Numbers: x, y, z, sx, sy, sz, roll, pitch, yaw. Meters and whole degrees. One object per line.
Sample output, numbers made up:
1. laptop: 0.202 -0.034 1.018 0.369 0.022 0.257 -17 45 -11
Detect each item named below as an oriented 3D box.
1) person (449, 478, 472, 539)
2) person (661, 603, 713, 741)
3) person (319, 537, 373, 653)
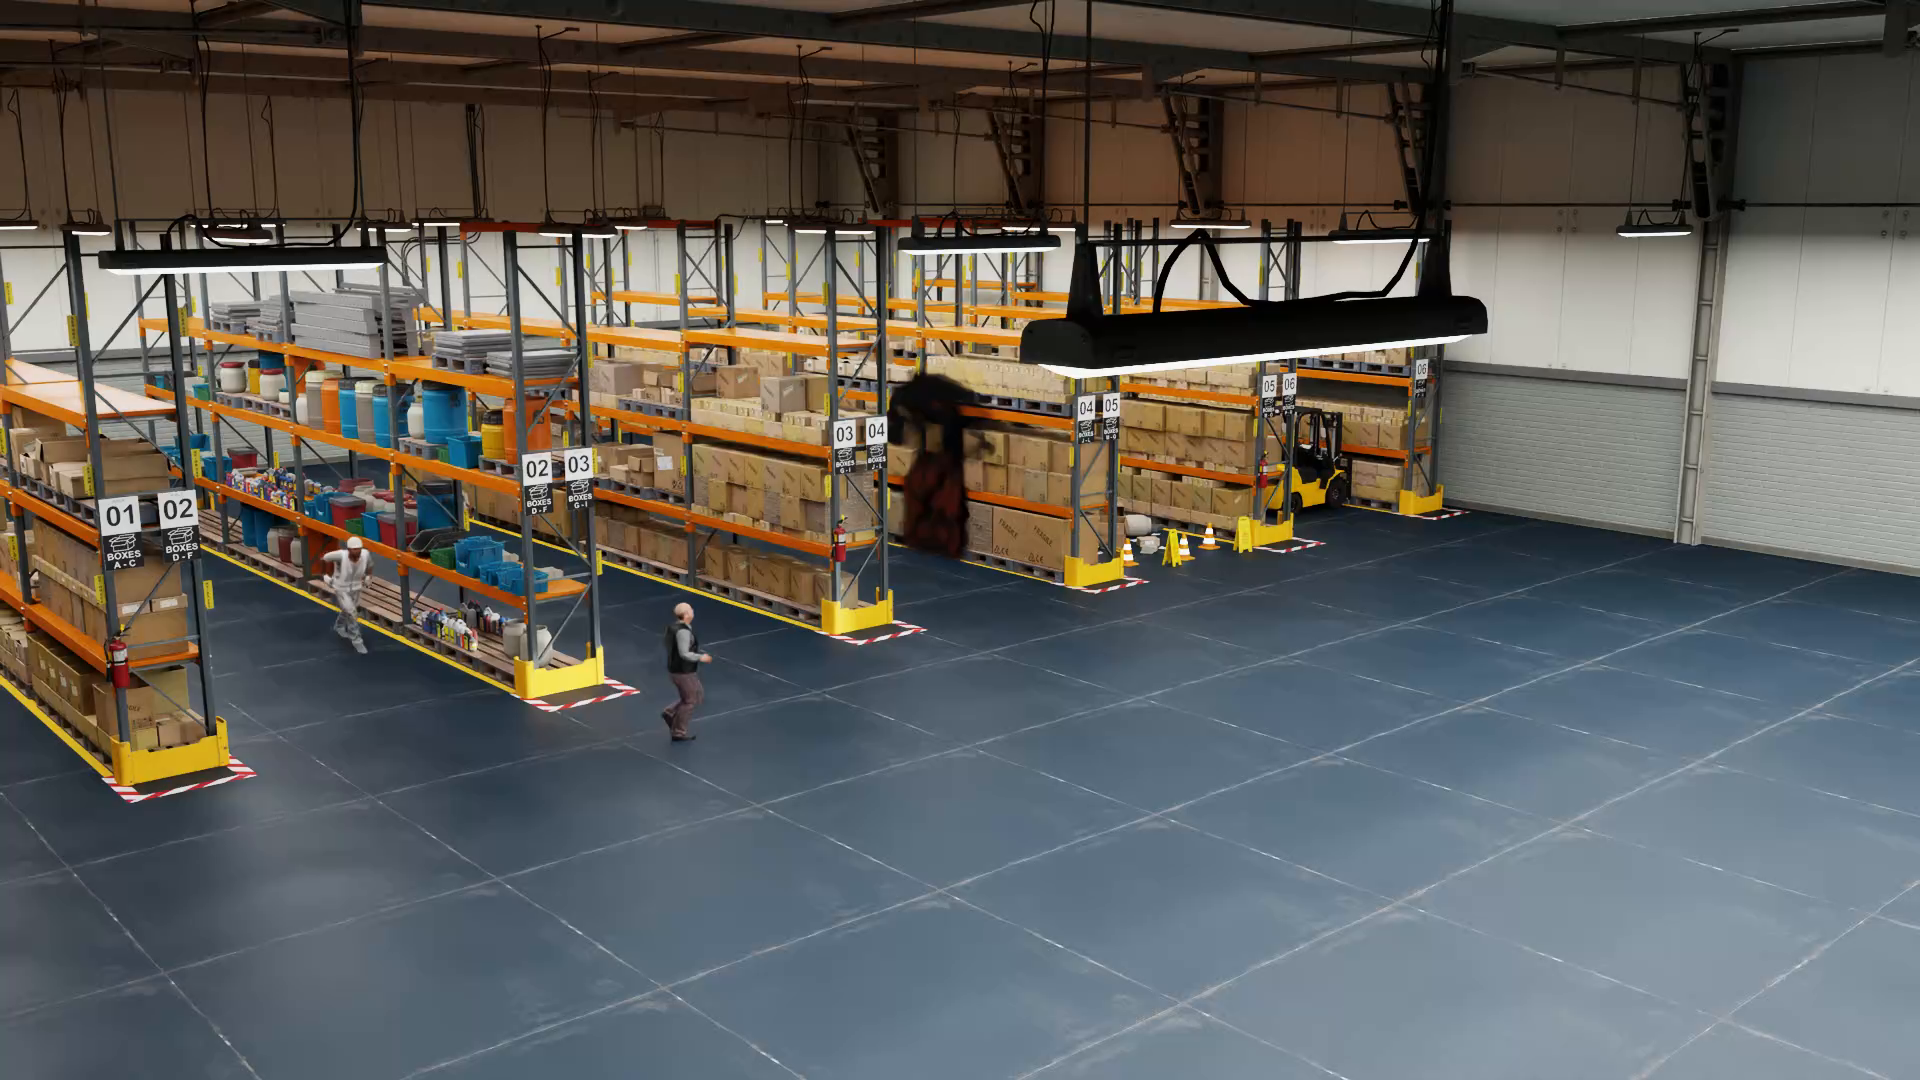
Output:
1. person: -8.772 -0.298 29.119 0.573 1.668 0.561 11 16 43
2. person: -3.247 1.574 19.832 0.574 1.691 0.648 -4 12 -18
3. person: -8.859 0.751 24.004 0.729 1.732 1.054 -10 15 -42
